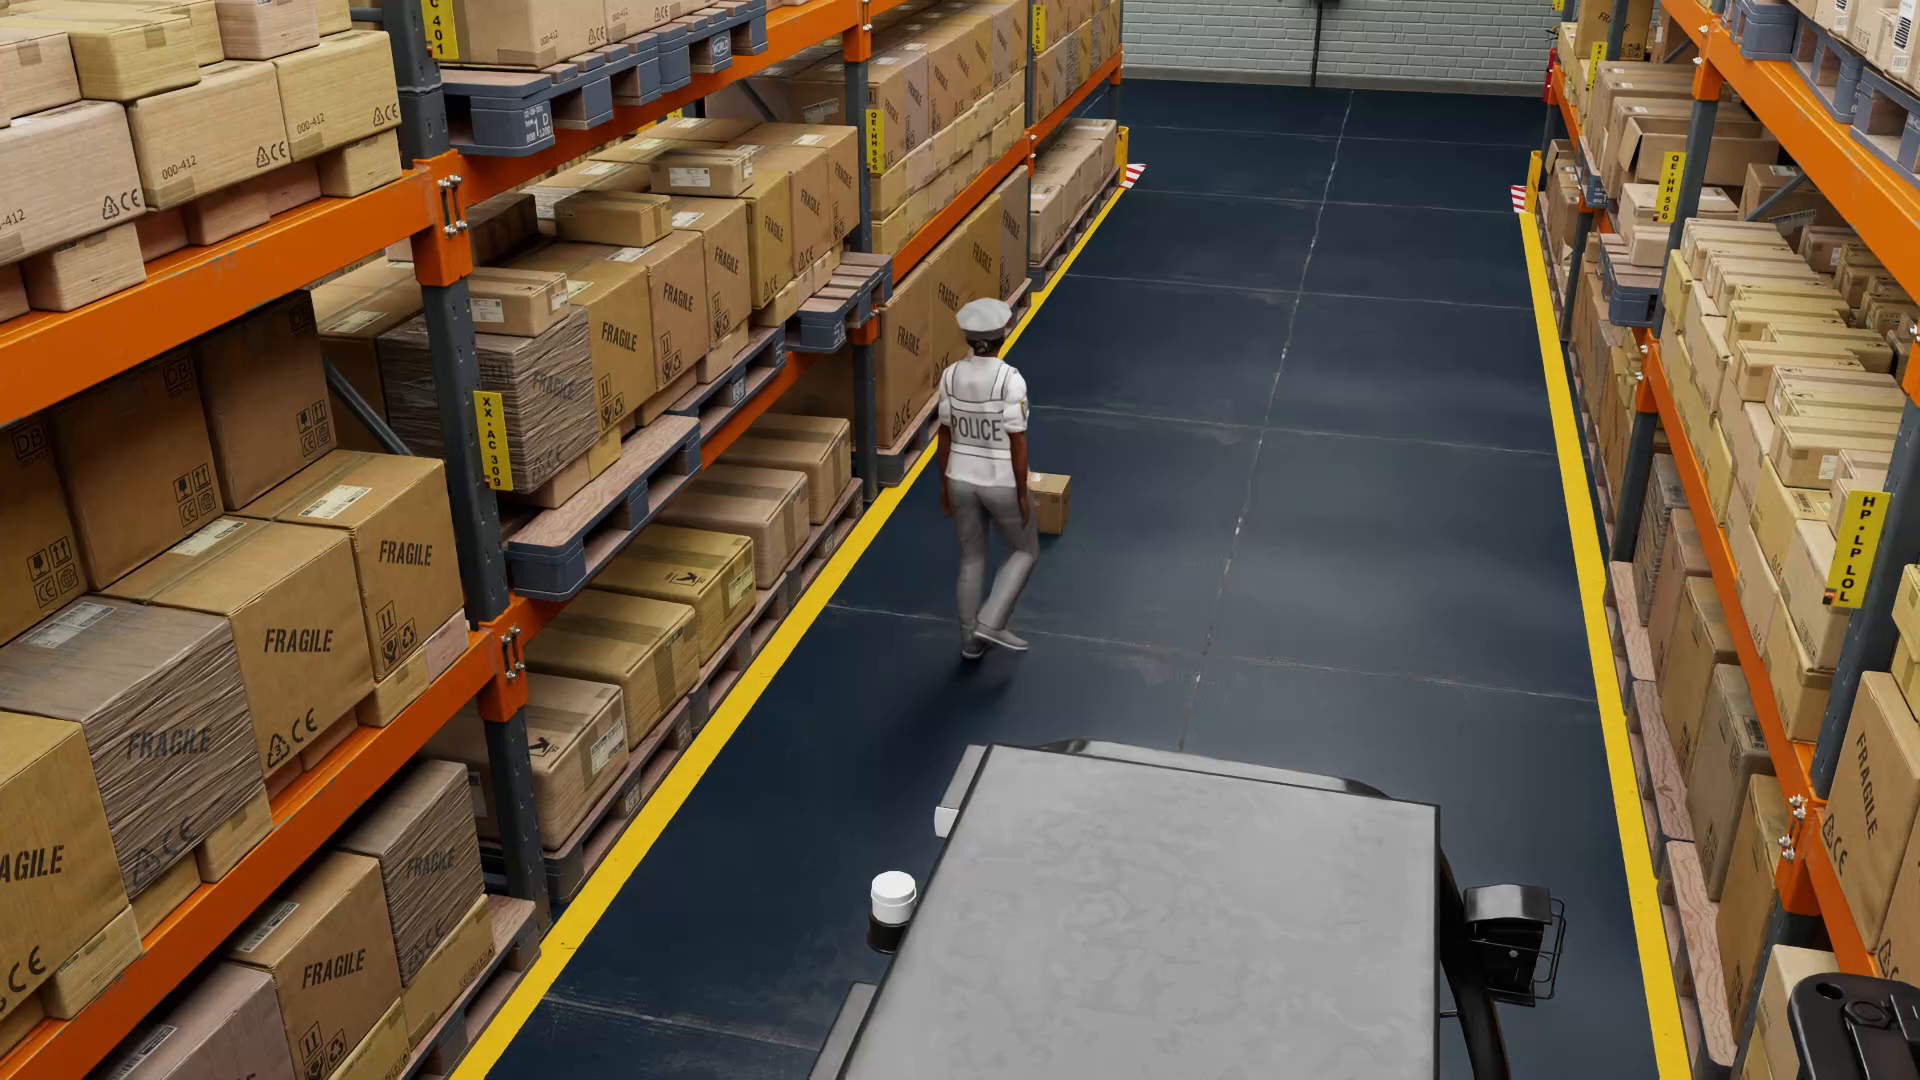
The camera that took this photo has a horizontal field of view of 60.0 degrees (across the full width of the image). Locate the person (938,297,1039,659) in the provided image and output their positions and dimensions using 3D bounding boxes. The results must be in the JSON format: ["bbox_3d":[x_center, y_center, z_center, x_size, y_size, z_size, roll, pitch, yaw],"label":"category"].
[{"bbox_3d":[0.114,-0.229,7.559,0.517,1.670,0.501,11,28,23],"label":"person"}]
